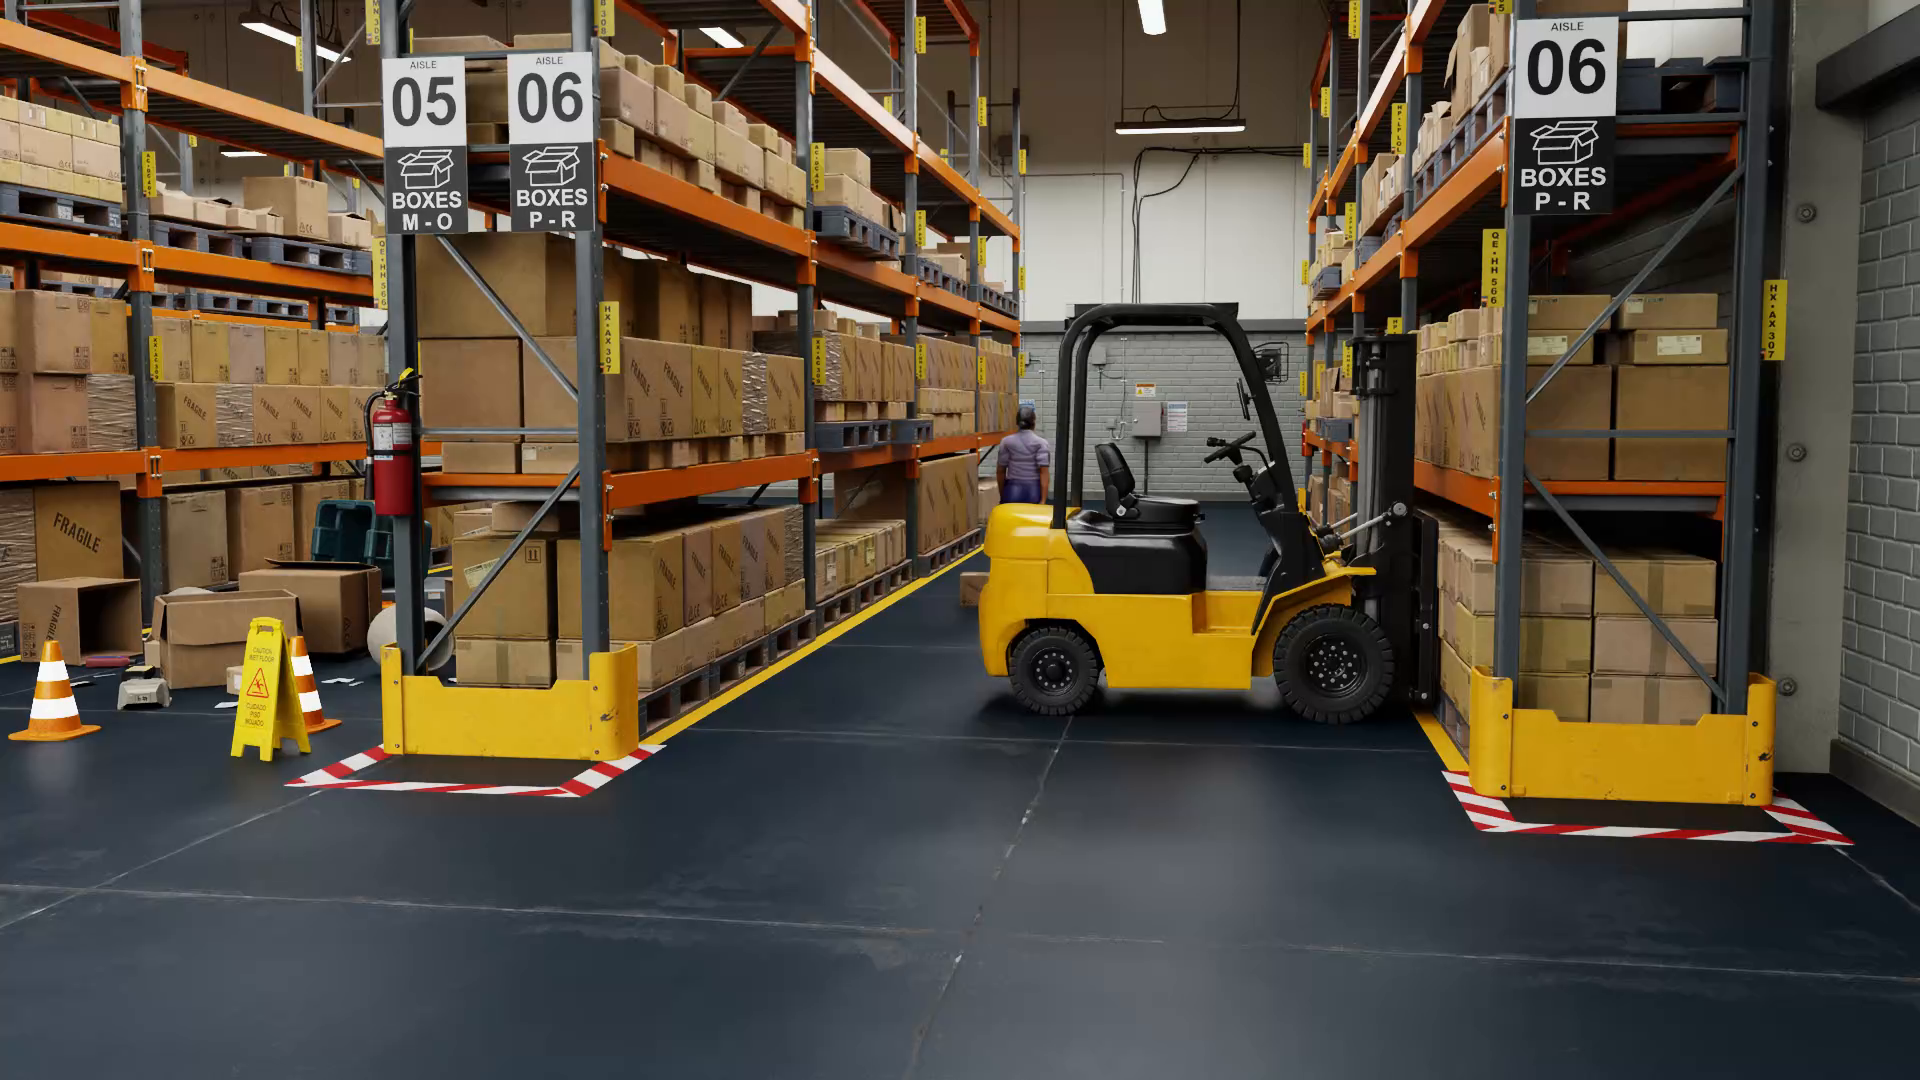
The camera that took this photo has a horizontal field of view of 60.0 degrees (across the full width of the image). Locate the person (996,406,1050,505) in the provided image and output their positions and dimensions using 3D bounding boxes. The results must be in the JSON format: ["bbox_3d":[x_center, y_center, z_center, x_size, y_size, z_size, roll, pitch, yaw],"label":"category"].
[{"bbox_3d":[0.547,-0.361,14.436,0.484,1.598,0.977,1,5,9],"label":"person"}]
